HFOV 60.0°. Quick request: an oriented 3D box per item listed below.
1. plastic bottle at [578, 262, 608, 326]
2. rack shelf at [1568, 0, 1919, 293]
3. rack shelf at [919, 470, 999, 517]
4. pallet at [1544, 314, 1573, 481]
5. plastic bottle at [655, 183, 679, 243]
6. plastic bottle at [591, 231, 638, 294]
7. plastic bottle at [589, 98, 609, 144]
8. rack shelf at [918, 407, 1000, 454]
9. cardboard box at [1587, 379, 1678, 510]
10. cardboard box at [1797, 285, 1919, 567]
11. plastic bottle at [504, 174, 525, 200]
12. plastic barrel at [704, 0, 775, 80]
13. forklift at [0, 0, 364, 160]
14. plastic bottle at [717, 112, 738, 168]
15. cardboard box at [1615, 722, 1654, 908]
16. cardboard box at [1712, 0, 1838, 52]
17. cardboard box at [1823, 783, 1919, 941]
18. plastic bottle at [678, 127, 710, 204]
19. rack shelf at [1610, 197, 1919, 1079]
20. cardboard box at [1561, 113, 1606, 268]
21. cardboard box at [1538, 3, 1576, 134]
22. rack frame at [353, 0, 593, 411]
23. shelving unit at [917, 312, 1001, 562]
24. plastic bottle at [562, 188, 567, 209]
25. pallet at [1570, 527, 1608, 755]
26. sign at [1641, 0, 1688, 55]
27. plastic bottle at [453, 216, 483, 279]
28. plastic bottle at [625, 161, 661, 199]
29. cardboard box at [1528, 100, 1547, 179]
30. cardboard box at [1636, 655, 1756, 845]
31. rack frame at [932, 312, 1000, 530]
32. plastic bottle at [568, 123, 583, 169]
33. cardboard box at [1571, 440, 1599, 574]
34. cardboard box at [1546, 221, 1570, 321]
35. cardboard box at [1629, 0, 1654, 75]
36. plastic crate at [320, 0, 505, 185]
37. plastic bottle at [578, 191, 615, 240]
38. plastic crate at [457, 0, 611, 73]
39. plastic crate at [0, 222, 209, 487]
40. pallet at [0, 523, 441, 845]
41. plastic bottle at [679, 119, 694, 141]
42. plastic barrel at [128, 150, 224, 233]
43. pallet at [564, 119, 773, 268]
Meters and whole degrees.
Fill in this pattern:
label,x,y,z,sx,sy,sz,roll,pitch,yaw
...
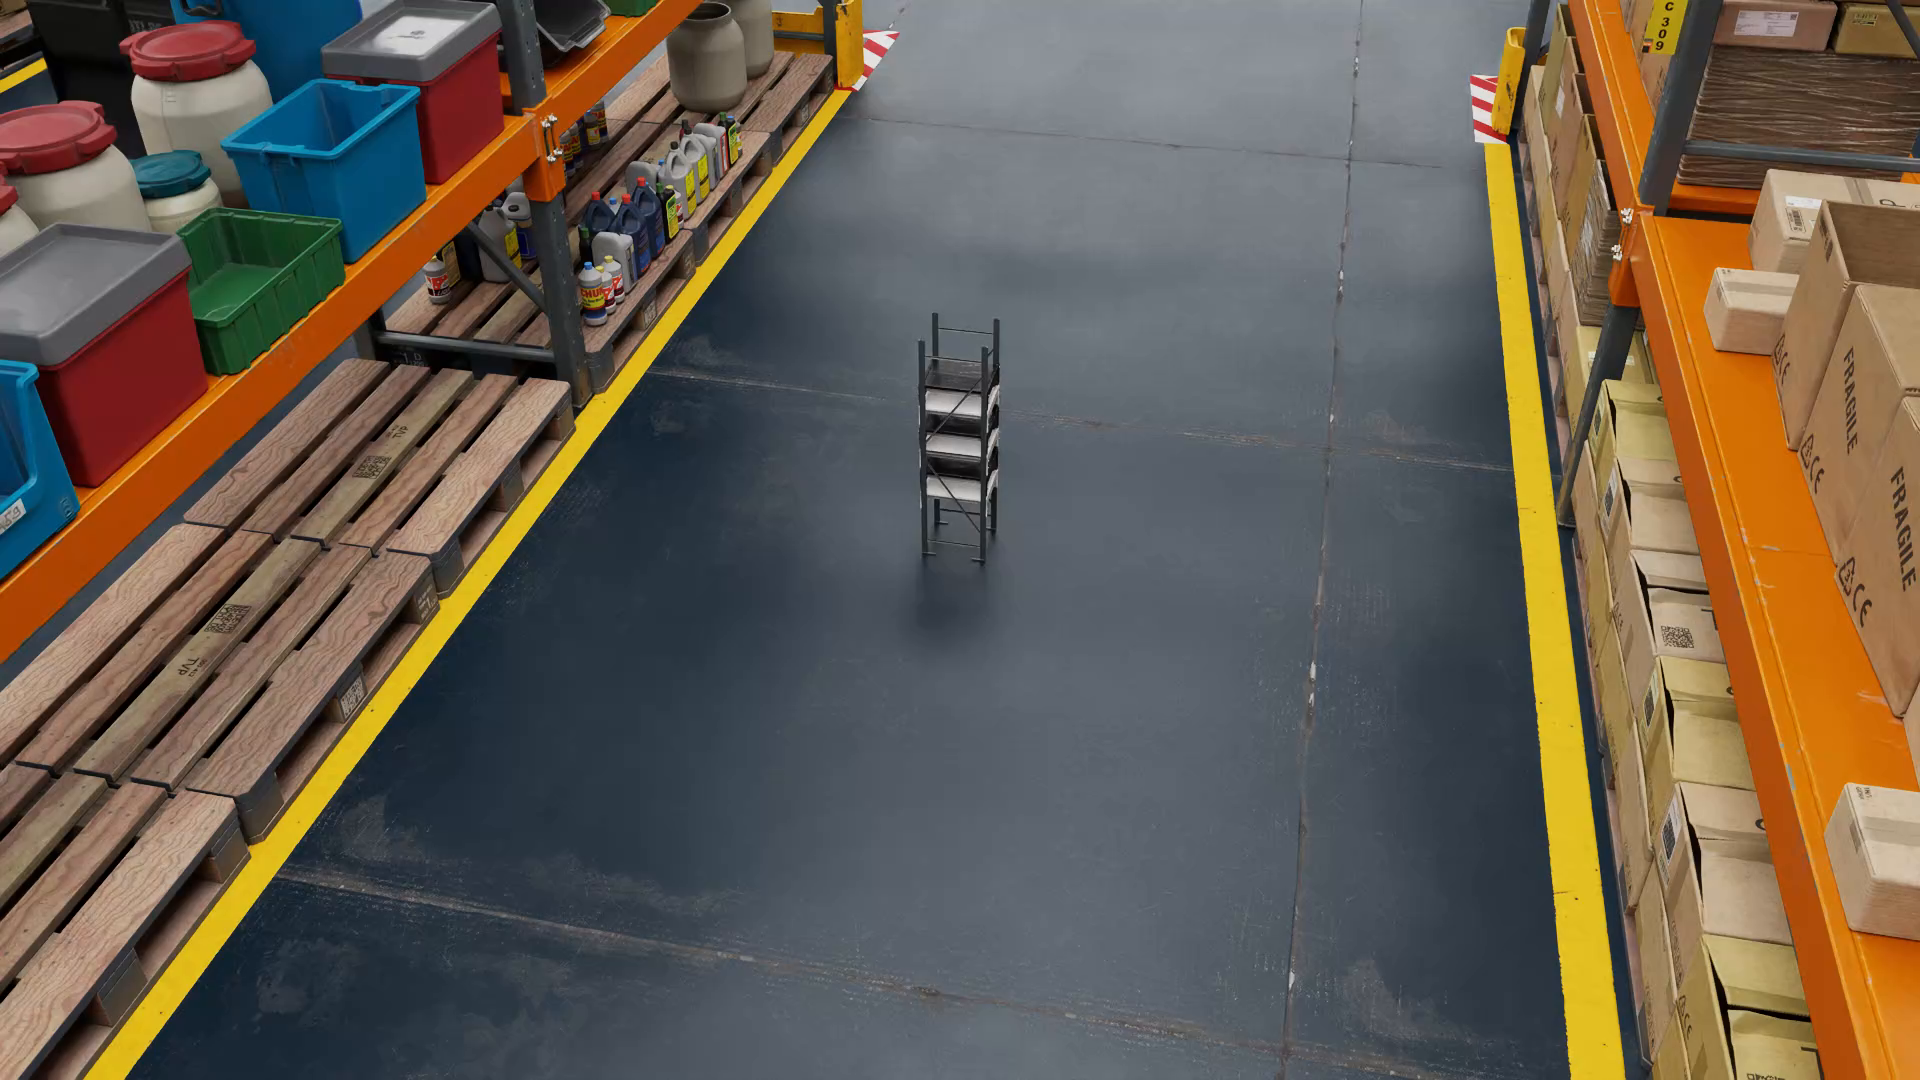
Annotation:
label,x,y,z,sx,sy,sz,roll,pitch,yaw
plastic bottle,-1.572,-1.059,7.105,0.097,0.271,0.097,0,36,0
rack shelf,3.197,-2.090,7.190,1.077,0.370,4.000,7,37,10
rack shelf,-0.002,-0.187,6.105,0.258,0.077,0.200,7,37,10
pallet,2.981,-0.556,6.837,1.003,0.211,1.213,7,37,10
plastic bottle,-1.374,-1.544,7.764,0.061,0.283,0.133,9,37,12
plastic bottle,-1.529,-1.249,7.364,0.152,0.276,0.135,9,37,12
plastic bottle,-1.905,-2.224,8.712,0.097,0.271,0.097,0,36,0
rack shelf,-0.002,-0.406,5.946,0.258,0.077,0.200,7,37,10
cardboard box,2.439,-0.313,5.633,0.500,0.311,0.500,7,37,10
cardboard box,2.371,-0.248,3.950,0.500,0.500,0.500,7,37,10
plastic bottle,-2.102,-1.664,7.872,0.144,0.351,0.185,7,37,10
plastic barrel,-1.280,-2.927,9.494,0.421,0.512,0.421,0,36,0
forklift,-4.263,-2.928,7.792,1.130,2.935,3.031,11,37,14
plastic bottle,-1.185,-2.052,8.465,0.061,0.283,0.133,8,37,11
cardboard box,2.114,0.791,4.588,0.500,0.250,0.500,8,37,11
cardboard box,2.619,-1.720,5.430,0.380,0.149,0.250,7,37,10
cardboard box,1.838,0.610,3.066,0.380,0.149,0.250,7,37,10
plastic bottle,-1.319,-1.832,8.105,0.144,0.351,0.185,9,37,12
rack shelf,2.343,0.203,4.026,1.077,0.370,4.000,7,37,10
cardboard box,2.877,-1.460,7.055,0.500,0.500,0.500,7,37,10
cardboard box,3.188,-2.322,8.243,0.500,0.500,0.500,7,37,10
rack frame,-2.068,-1.858,6.257,1.000,3.000,0.127,7,37,10
shelving unit,-0.002,-0.360,5.980,0.258,0.900,0.210,7,37,10
plastic bottle,-1.959,-1.716,8.001,0.061,0.283,0.133,7,37,10
pallet,2.651,0.322,5.626,1.003,0.211,1.213,7,37,10
sign,2.228,-1.686,5.215,0.100,0.325,0.005,7,37,10
plastic bottle,-2.212,-1.368,7.464,0.144,0.351,0.185,6,36,9
plastic bottle,-1.509,-1.700,7.985,0.152,0.276,0.135,7,37,10
cardboard box,3.190,-2.018,8.463,0.500,0.250,0.500,7,37,10
cardboard box,2.112,0.569,4.416,0.500,0.311,0.500,8,37,11
rack frame,0.020,-0.418,6.060,0.240,0.900,0.006,7,37,10
plastic bottle,-1.979,-2.027,8.441,0.097,0.271,0.097,0,36,0
cardboard box,2.442,-0.091,5.805,0.500,0.250,0.500,6,36,9
cardboard box,2.865,-1.158,7.277,0.500,0.250,0.500,7,37,10
cardboard box,3.076,-2.120,6.535,0.700,0.500,0.500,8,37,11
plastic crate,-1.872,-1.567,5.802,0.402,0.464,0.583,7,37,10
plastic bottle,-1.631,-1.392,7.497,0.144,0.351,0.185,7,37,10
plastic crate,-1.832,-2.117,6.667,0.767,0.338,0.504,7,37,10
plastic crate,-2.278,-0.478,4.299,0.402,0.464,0.583,7,37,10
pallet,-2.456,0.428,5.479,1.003,0.211,1.213,7,37,10
plastic bottle,-1.362,-1.993,8.384,0.061,0.283,0.133,7,37,10
plastic barrel,-2.501,-1.062,5.277,0.301,0.262,0.301,0,36,0
pallet,-1.625,-1.810,8.567,1.003,0.211,1.213,7,37,10
